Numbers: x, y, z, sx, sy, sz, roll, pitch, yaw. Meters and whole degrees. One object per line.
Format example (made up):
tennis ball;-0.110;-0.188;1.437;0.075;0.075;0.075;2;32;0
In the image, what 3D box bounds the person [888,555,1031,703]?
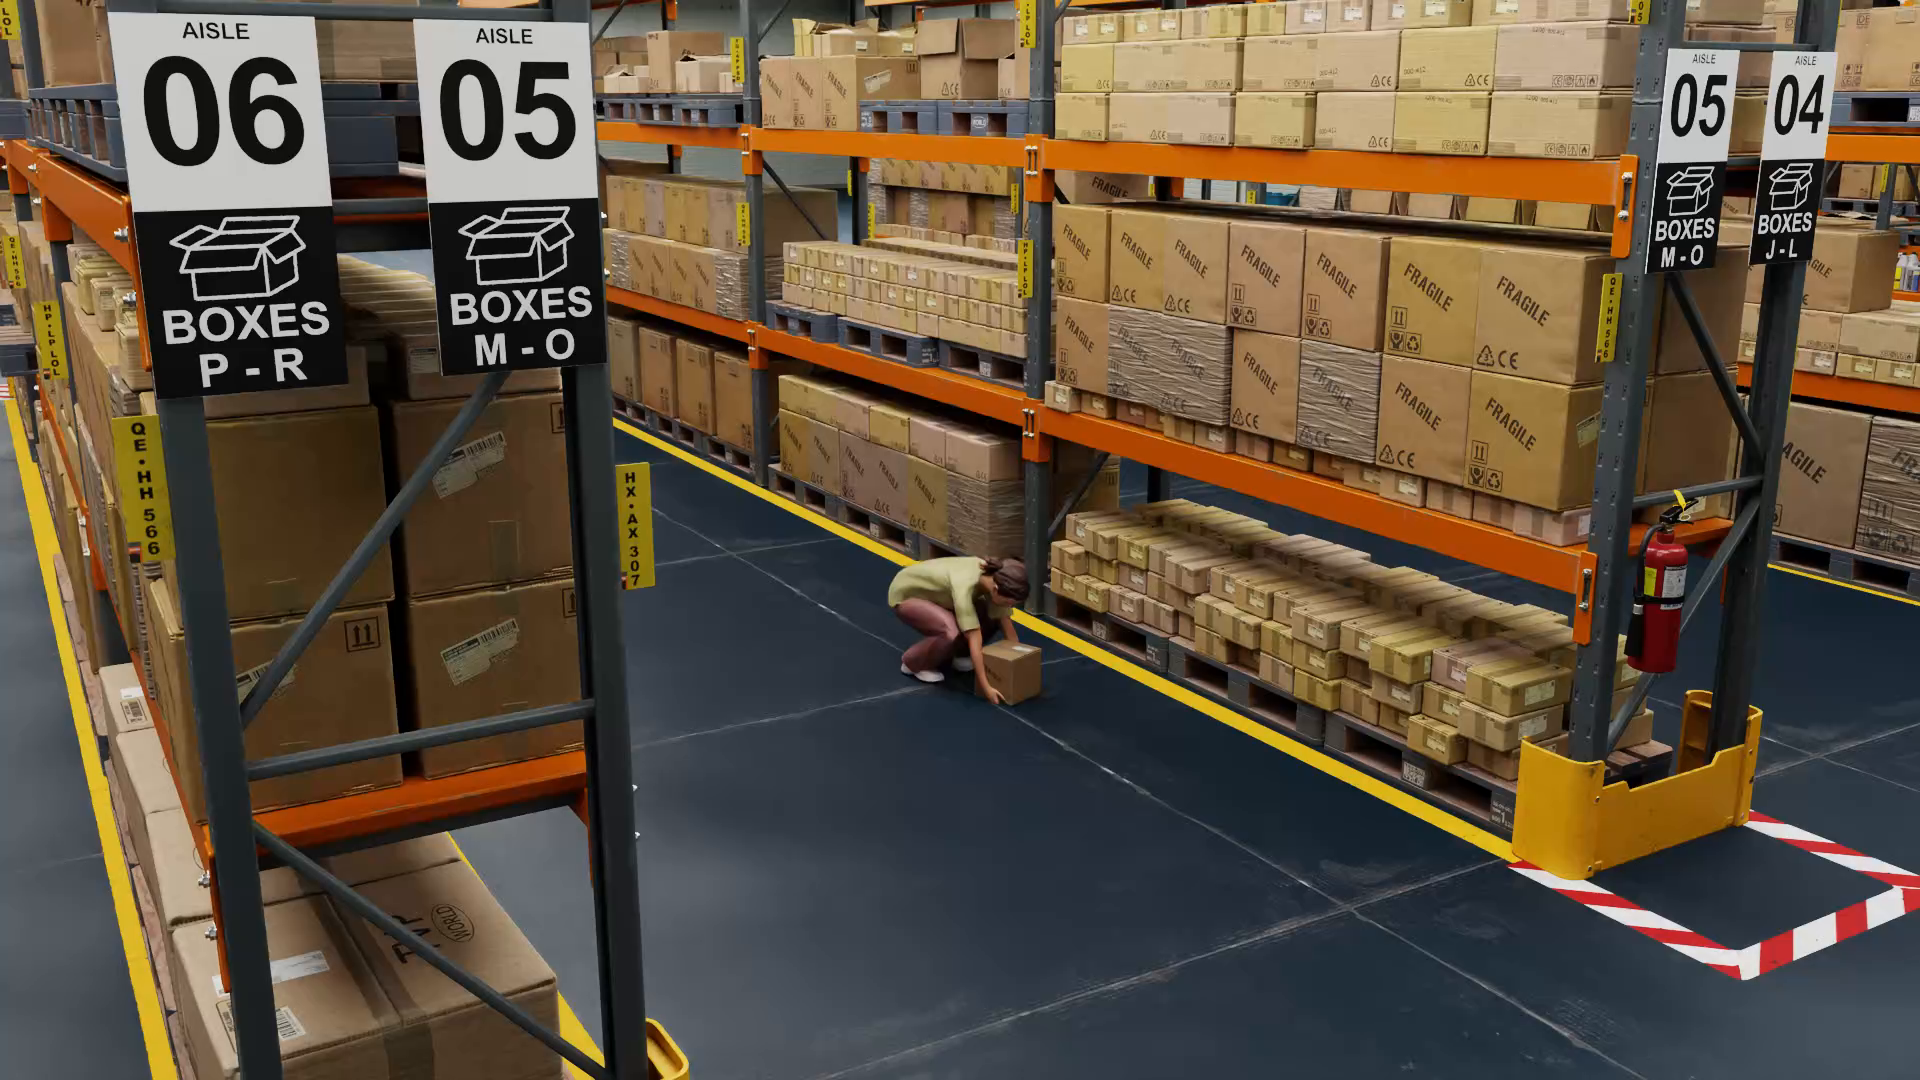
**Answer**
person;0.015;0.429;8.879;0.864;0.763;0.467;12;19;38
